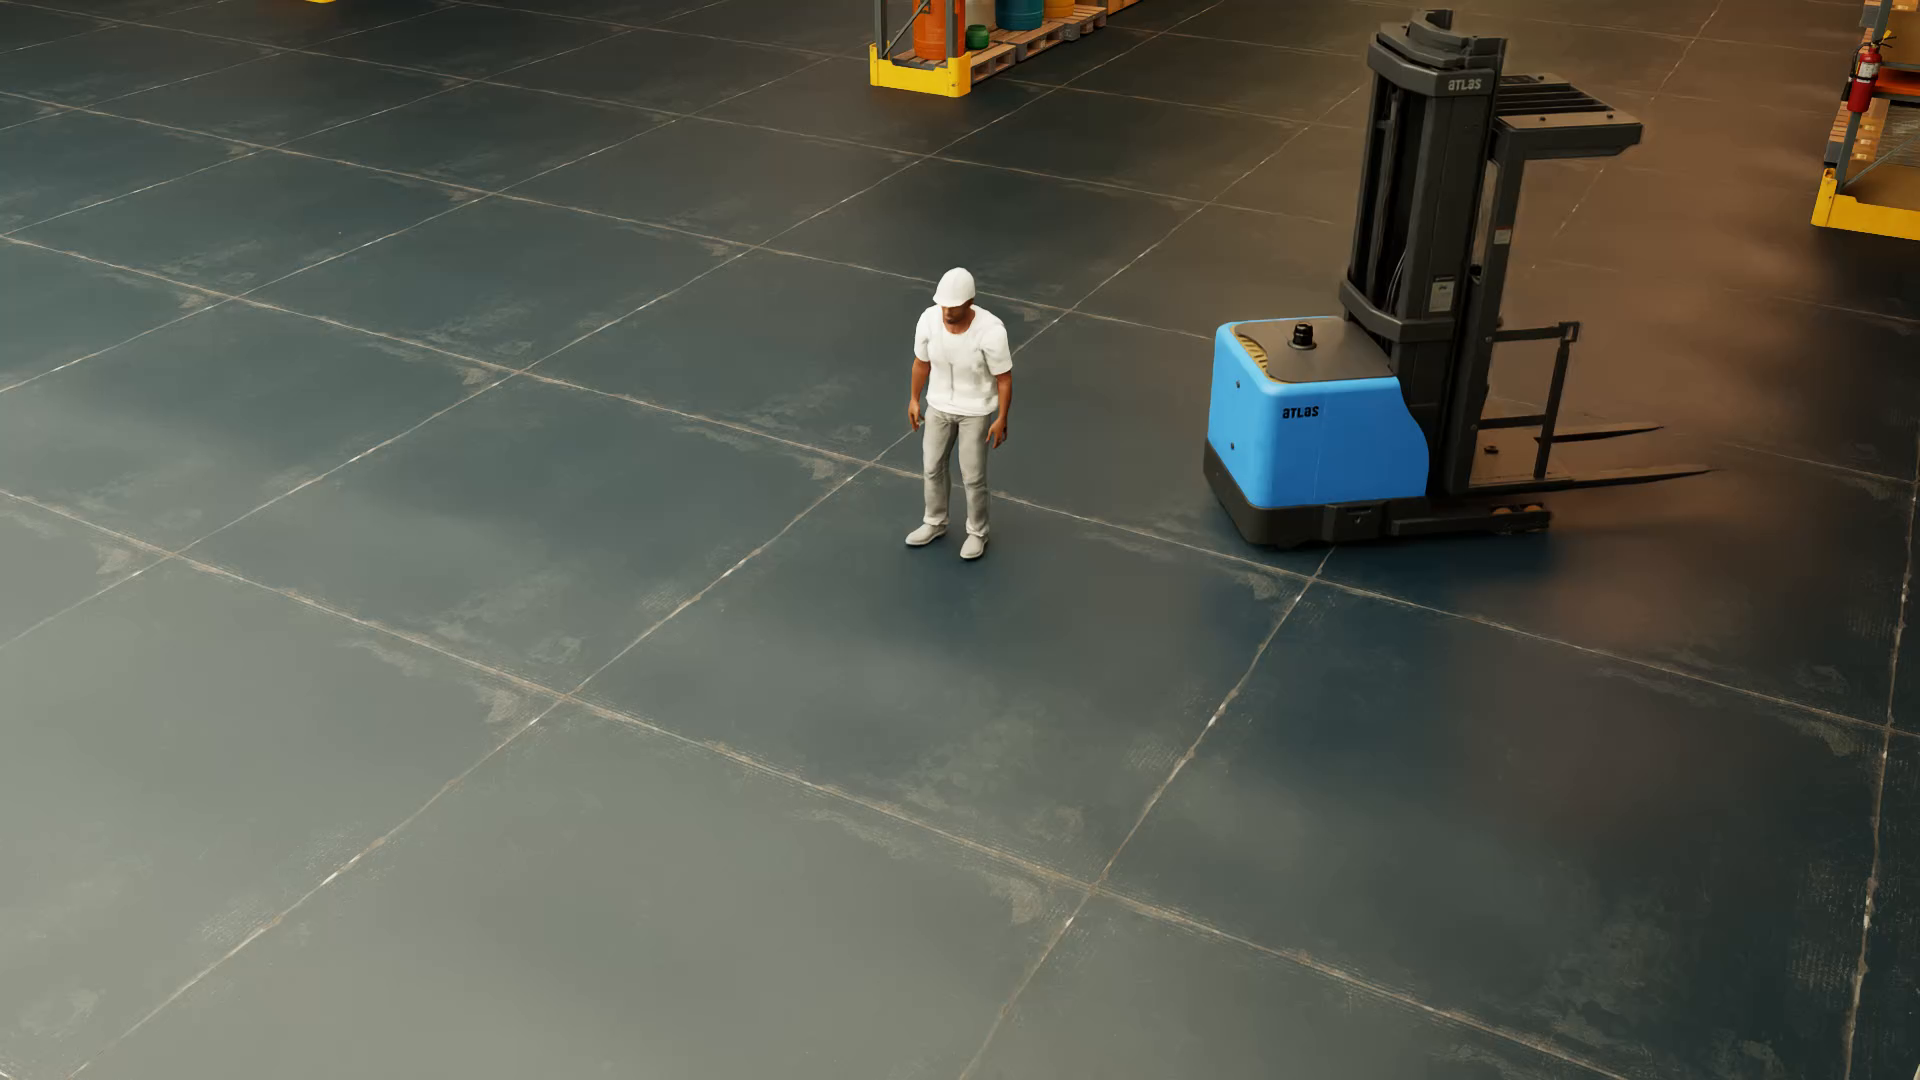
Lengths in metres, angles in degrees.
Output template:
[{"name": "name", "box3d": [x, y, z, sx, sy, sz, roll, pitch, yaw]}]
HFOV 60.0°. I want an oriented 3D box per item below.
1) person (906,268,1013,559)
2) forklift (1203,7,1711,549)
[{"name": "person", "box3d": [-0.012, -0.741, 9.530, 0.626, 1.760, 0.460, 14, 33, 23]}, {"name": "forklift", "box3d": [3.114, -1.552, 9.760, 3.031, 2.935, 1.130, -5, 30, -8]}]
